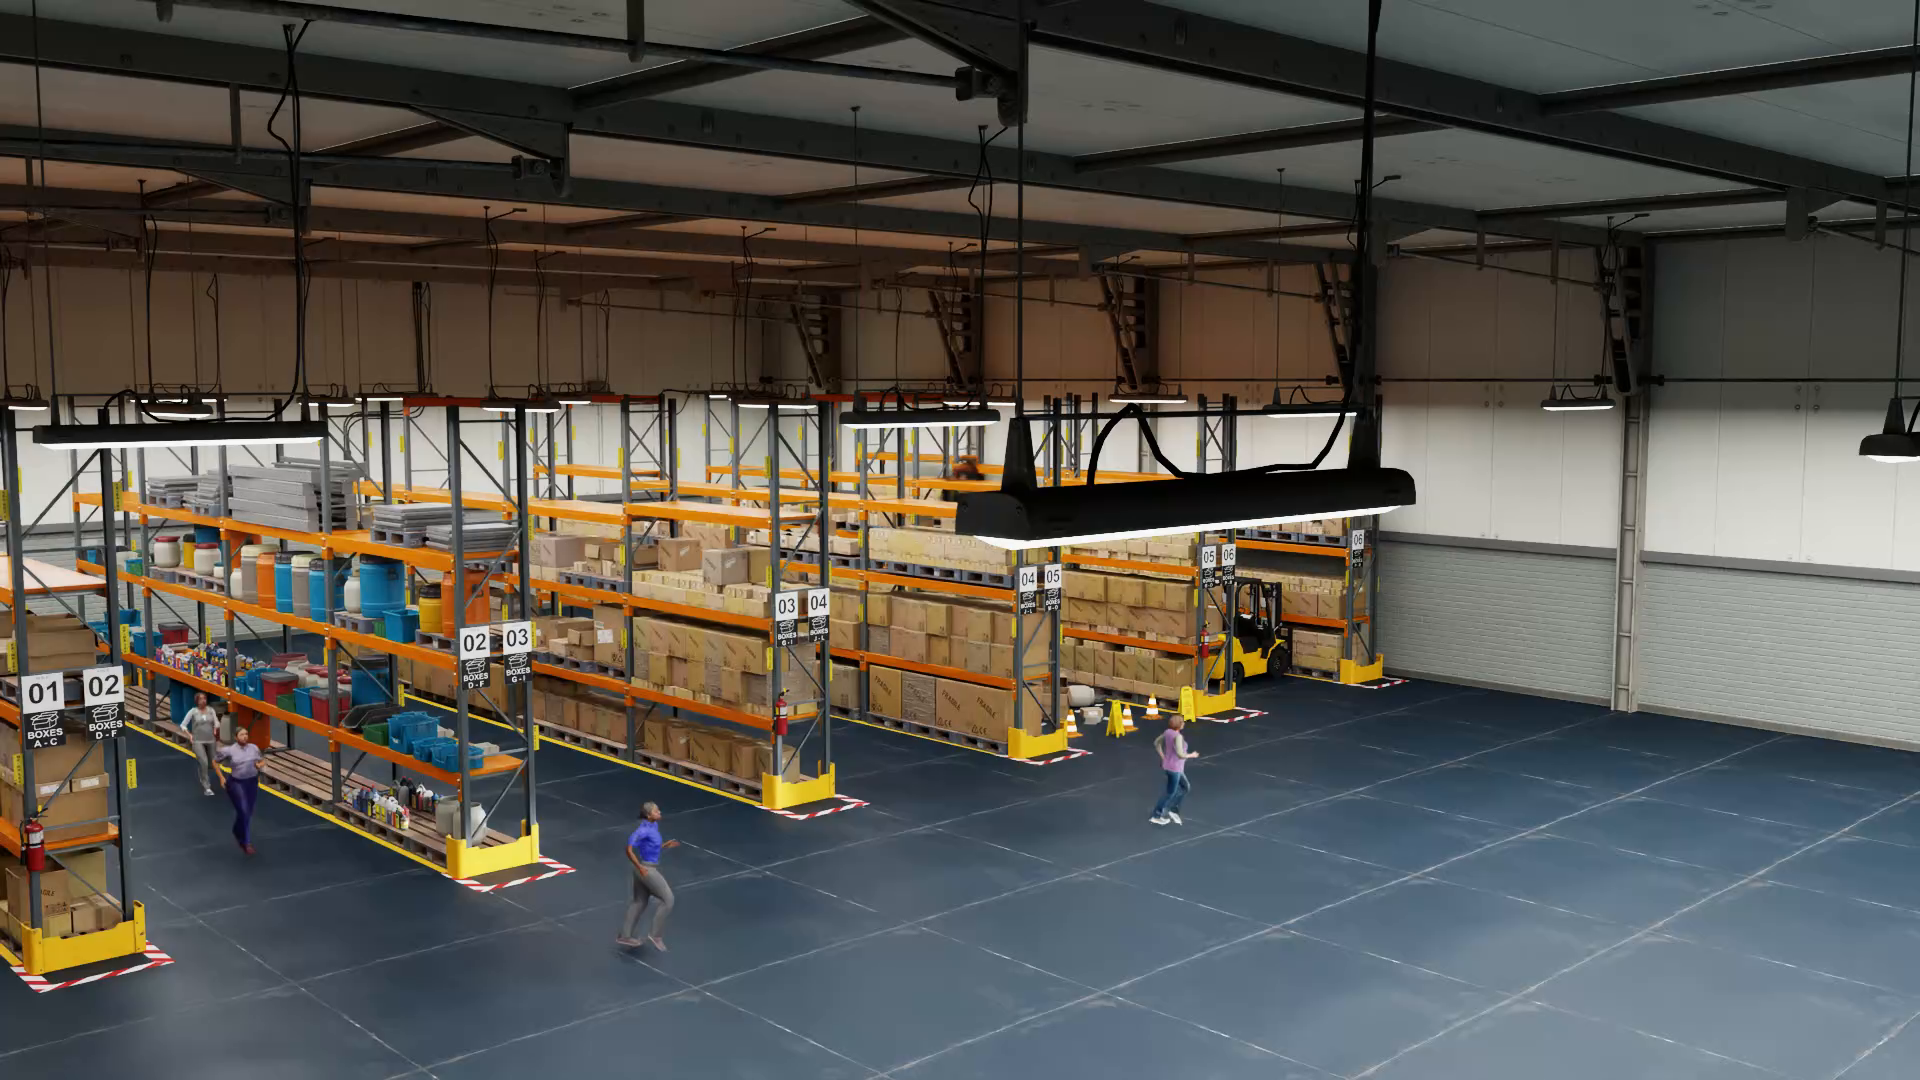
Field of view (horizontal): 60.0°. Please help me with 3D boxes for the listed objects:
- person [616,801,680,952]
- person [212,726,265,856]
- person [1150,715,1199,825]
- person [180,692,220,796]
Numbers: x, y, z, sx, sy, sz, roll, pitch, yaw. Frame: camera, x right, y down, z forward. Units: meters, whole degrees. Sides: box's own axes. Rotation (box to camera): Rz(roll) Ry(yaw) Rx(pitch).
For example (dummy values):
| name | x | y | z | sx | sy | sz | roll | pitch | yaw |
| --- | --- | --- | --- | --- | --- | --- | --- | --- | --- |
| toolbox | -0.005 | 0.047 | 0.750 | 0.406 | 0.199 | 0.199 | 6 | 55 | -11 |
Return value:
| name | x | y | z | sx | sy | sz | roll | pitch | yaw |
| --- | --- | --- | --- | --- | --- | --- | --- | --- | --- |
| person | -3.466 | 3.744 | 18.498 | 0.717 | 1.712 | 0.545 | -2 | 6 | -16 |
| person | -9.665 | 3.350 | 22.383 | 0.775 | 1.708 | 0.582 | 4 | 7 | 35 |
| person | 3.031 | 3.268 | 23.521 | 0.681 | 1.614 | 0.526 | -1 | 6 | -7 |
| person | -11.593 | 3.096 | 25.425 | 0.546 | 1.560 | 0.733 | -5 | 8 | -43 |
